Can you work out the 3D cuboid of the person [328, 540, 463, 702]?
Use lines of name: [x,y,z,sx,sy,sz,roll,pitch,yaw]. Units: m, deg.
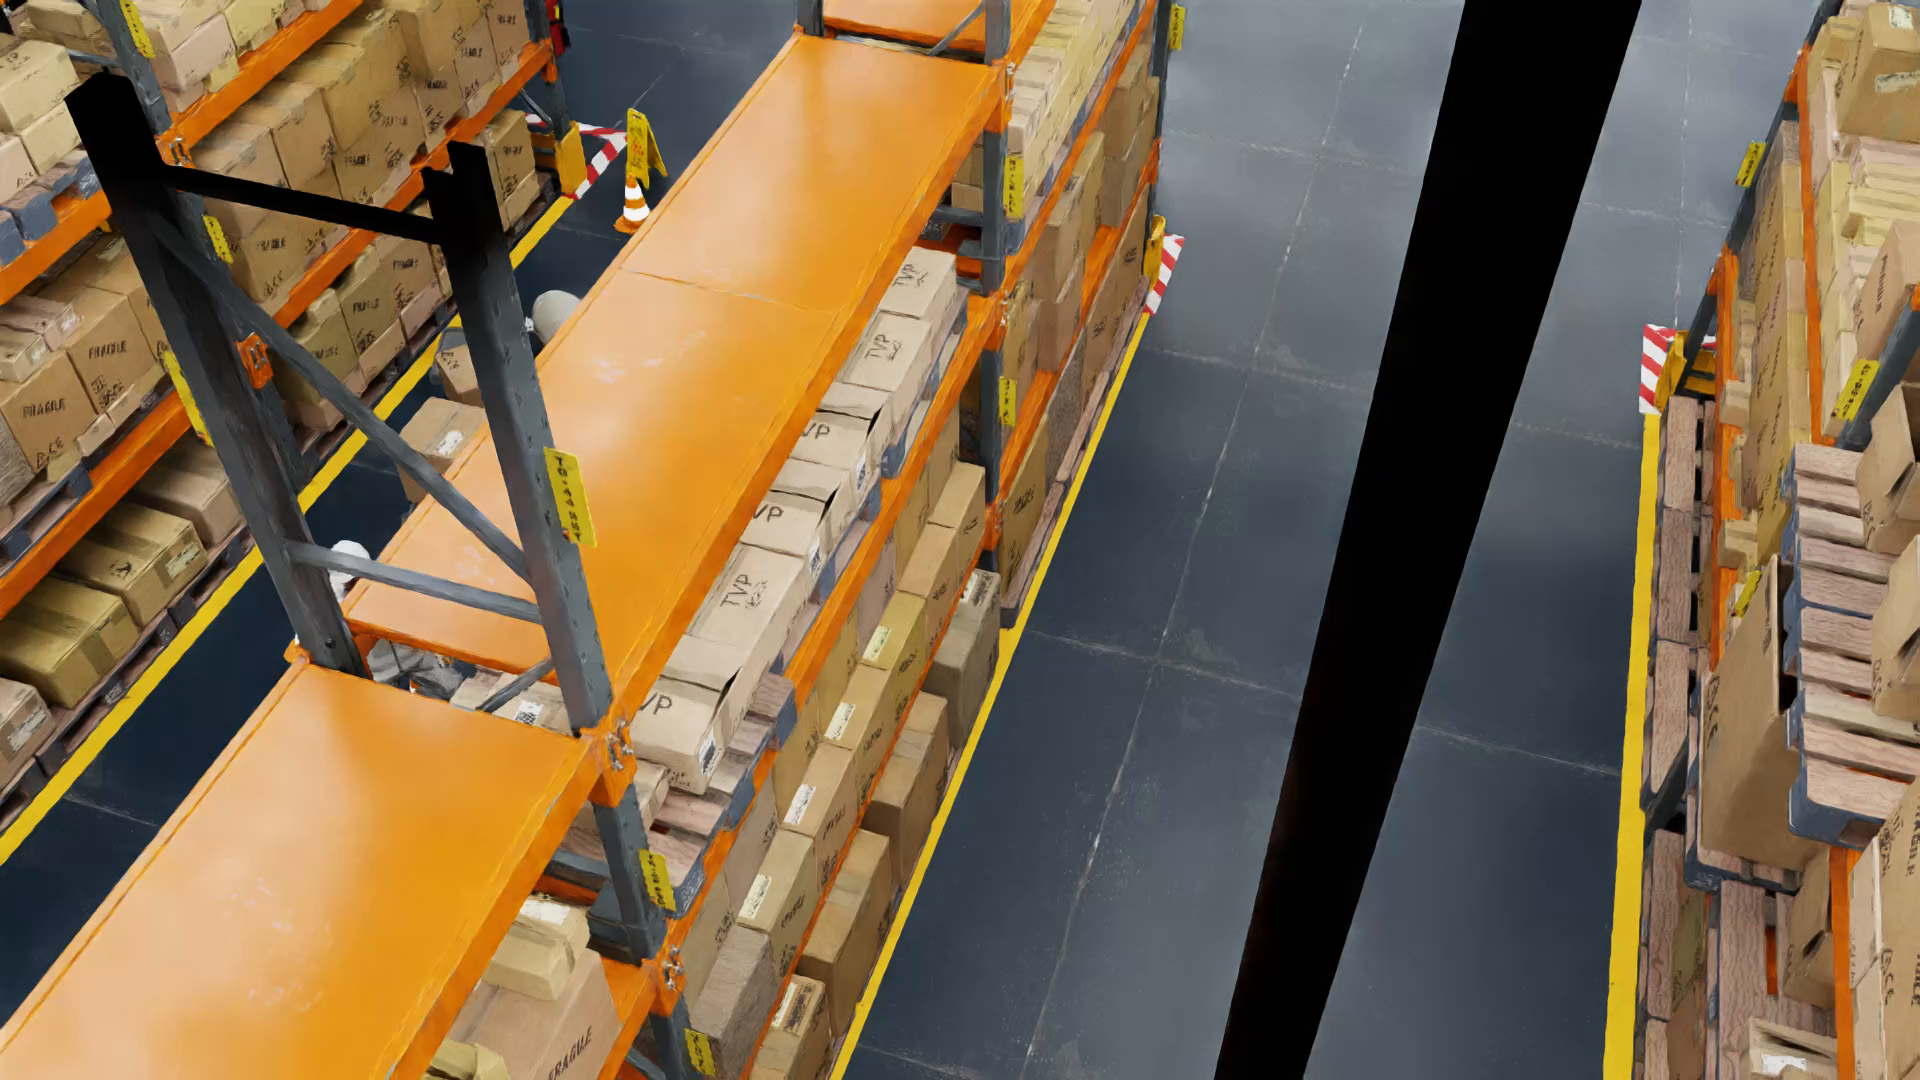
person: [-3.119,0.707,9.132,0.665,1.778,0.575,-33,54,-28]
